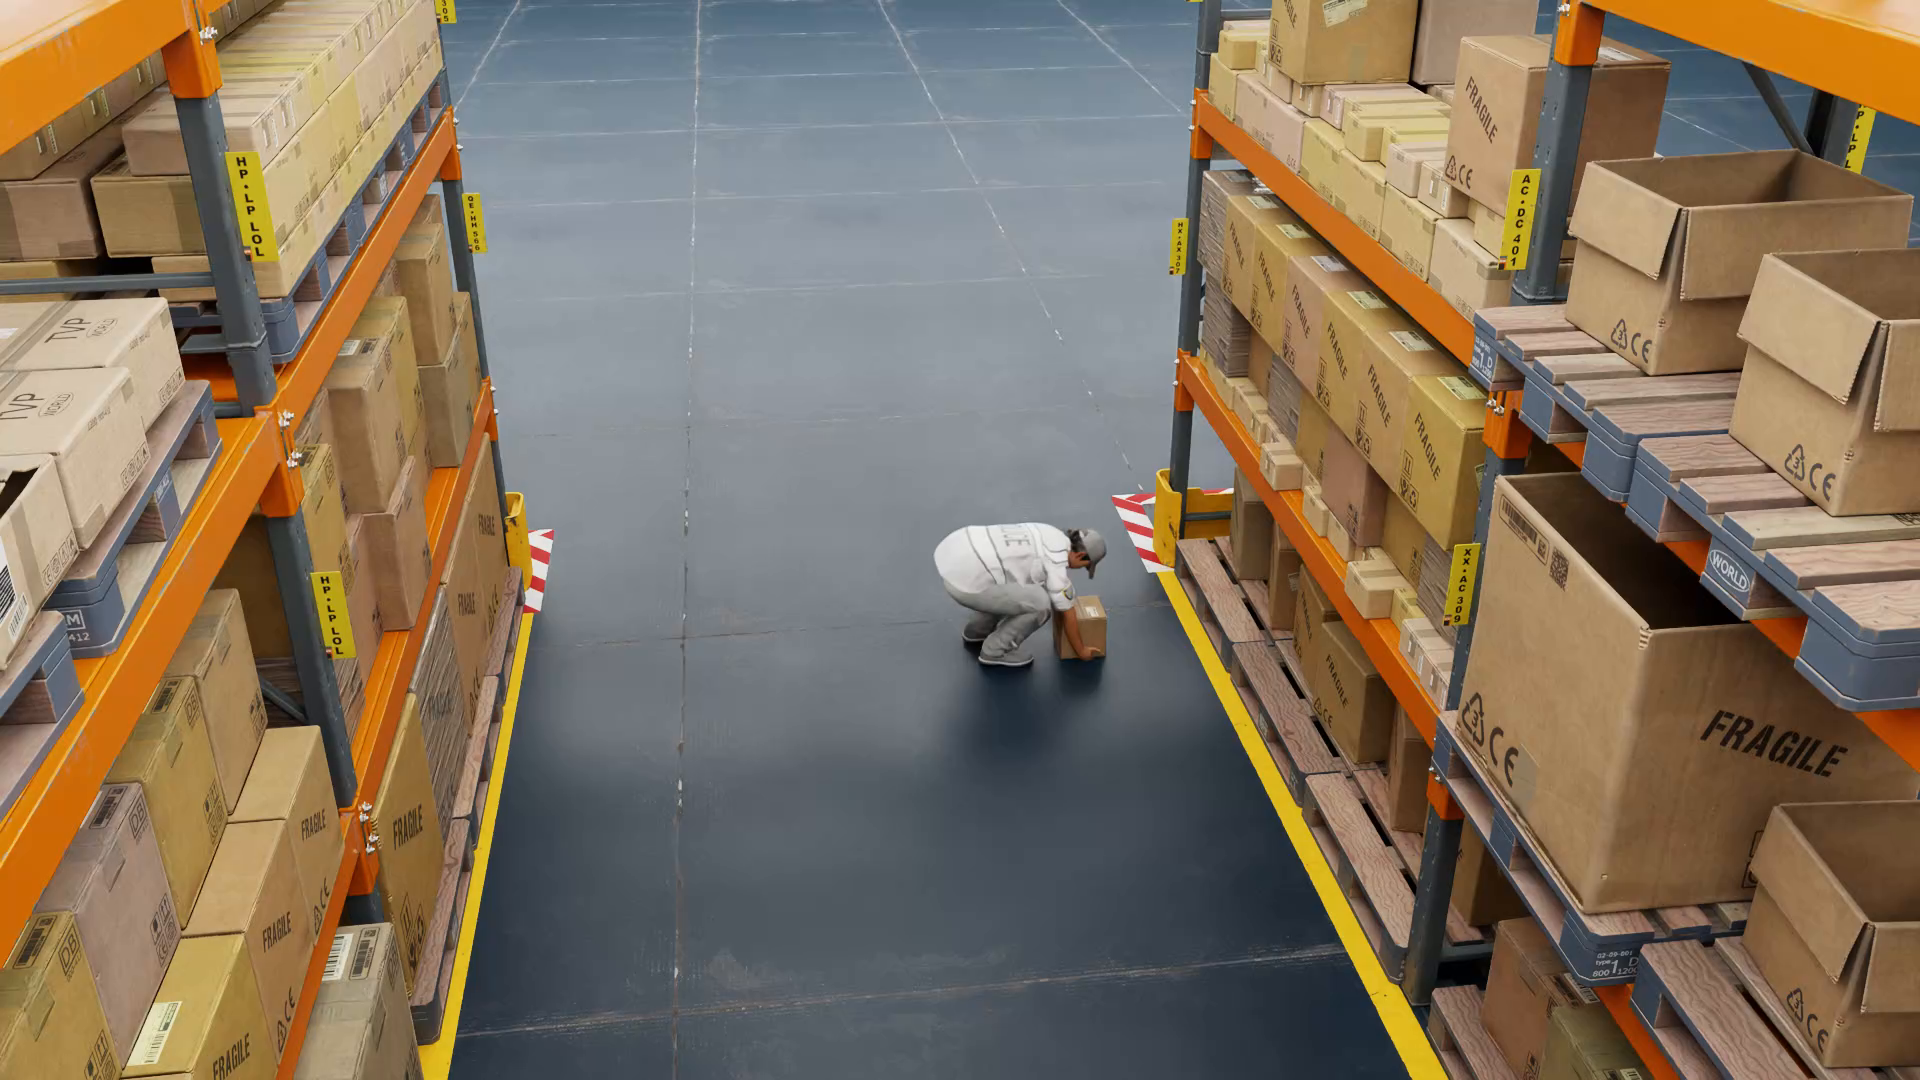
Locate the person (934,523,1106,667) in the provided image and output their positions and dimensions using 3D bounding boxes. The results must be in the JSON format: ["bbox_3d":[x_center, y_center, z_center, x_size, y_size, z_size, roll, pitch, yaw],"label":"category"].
[{"bbox_3d":[0.332,0.276,9.090,0.941,0.772,0.505,-4,28,-8],"label":"person"}]
